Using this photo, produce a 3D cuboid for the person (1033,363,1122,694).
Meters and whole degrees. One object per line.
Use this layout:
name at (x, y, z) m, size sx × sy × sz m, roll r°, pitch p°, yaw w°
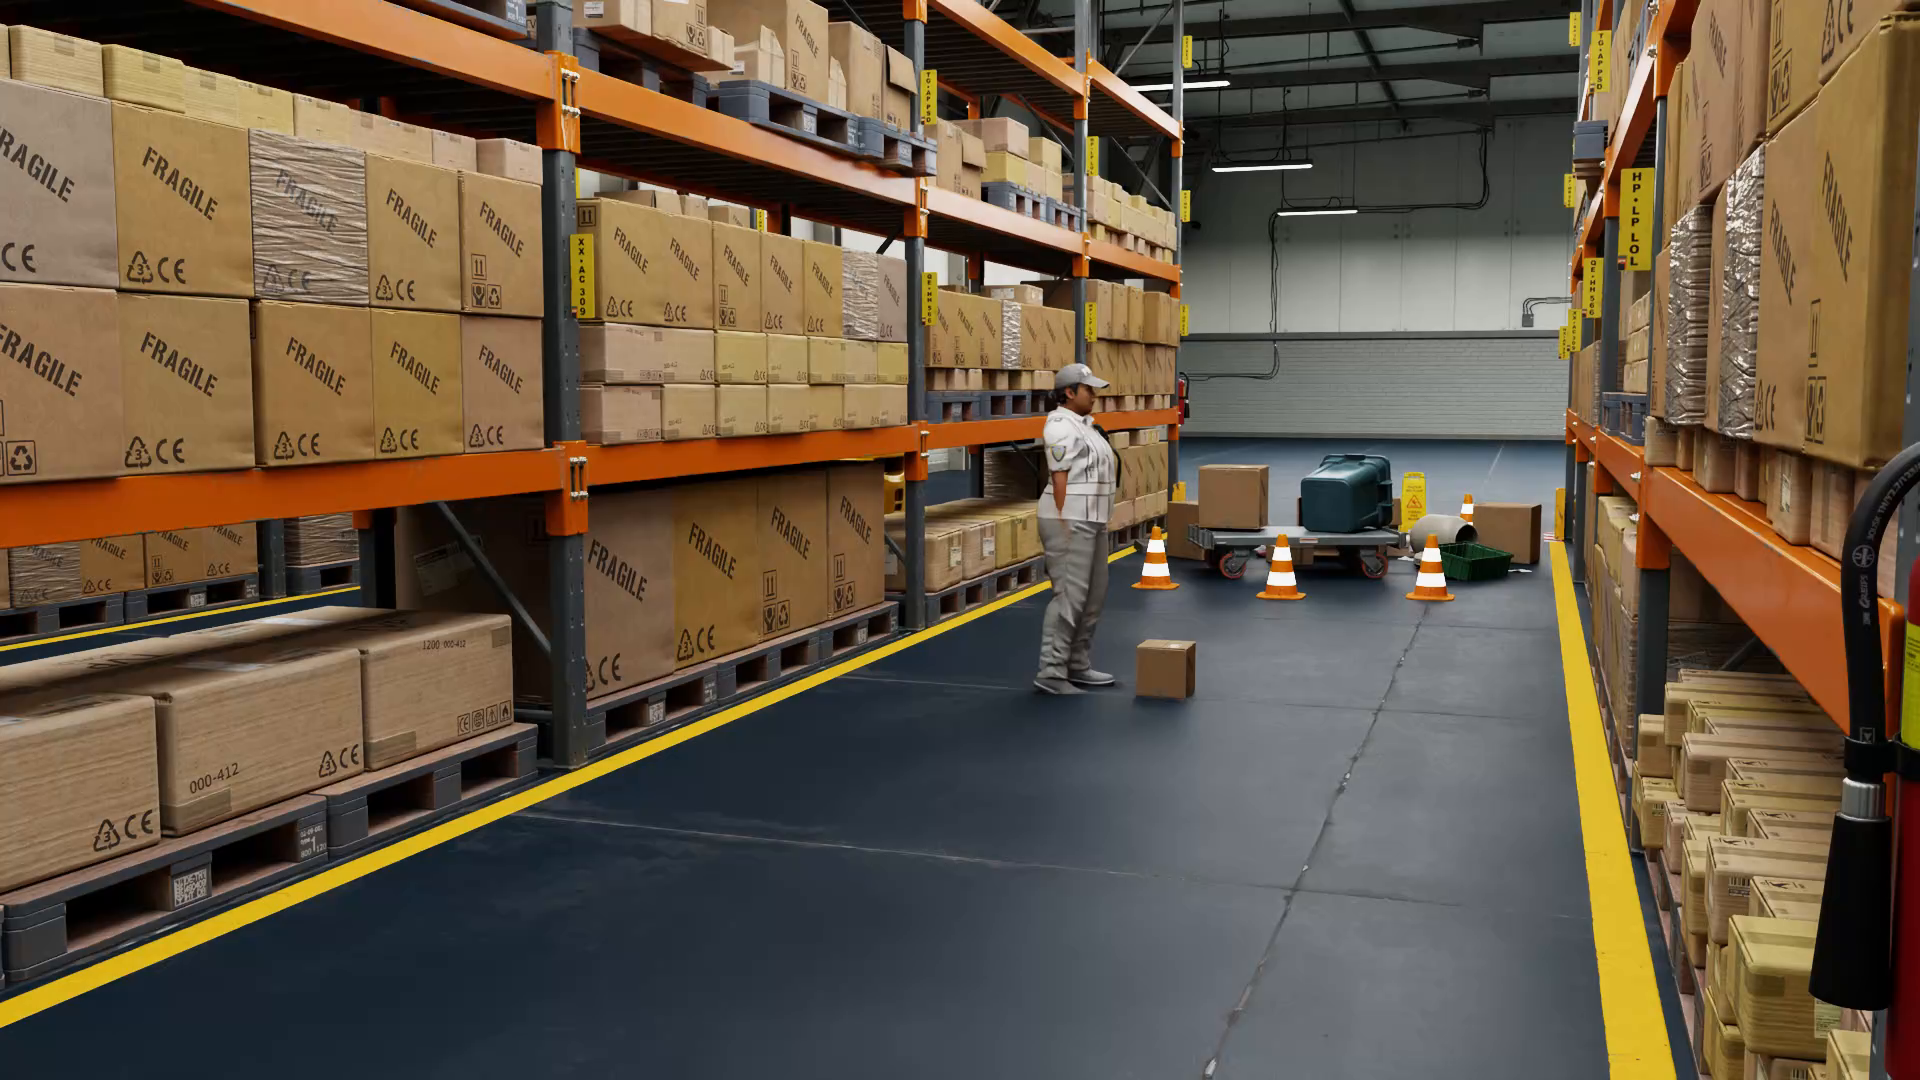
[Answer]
person at (0.601, -0.049, 8.490) m, size 0.386 × 1.695 × 0.467 m, roll 2°, pitch 6°, yaw 20°
